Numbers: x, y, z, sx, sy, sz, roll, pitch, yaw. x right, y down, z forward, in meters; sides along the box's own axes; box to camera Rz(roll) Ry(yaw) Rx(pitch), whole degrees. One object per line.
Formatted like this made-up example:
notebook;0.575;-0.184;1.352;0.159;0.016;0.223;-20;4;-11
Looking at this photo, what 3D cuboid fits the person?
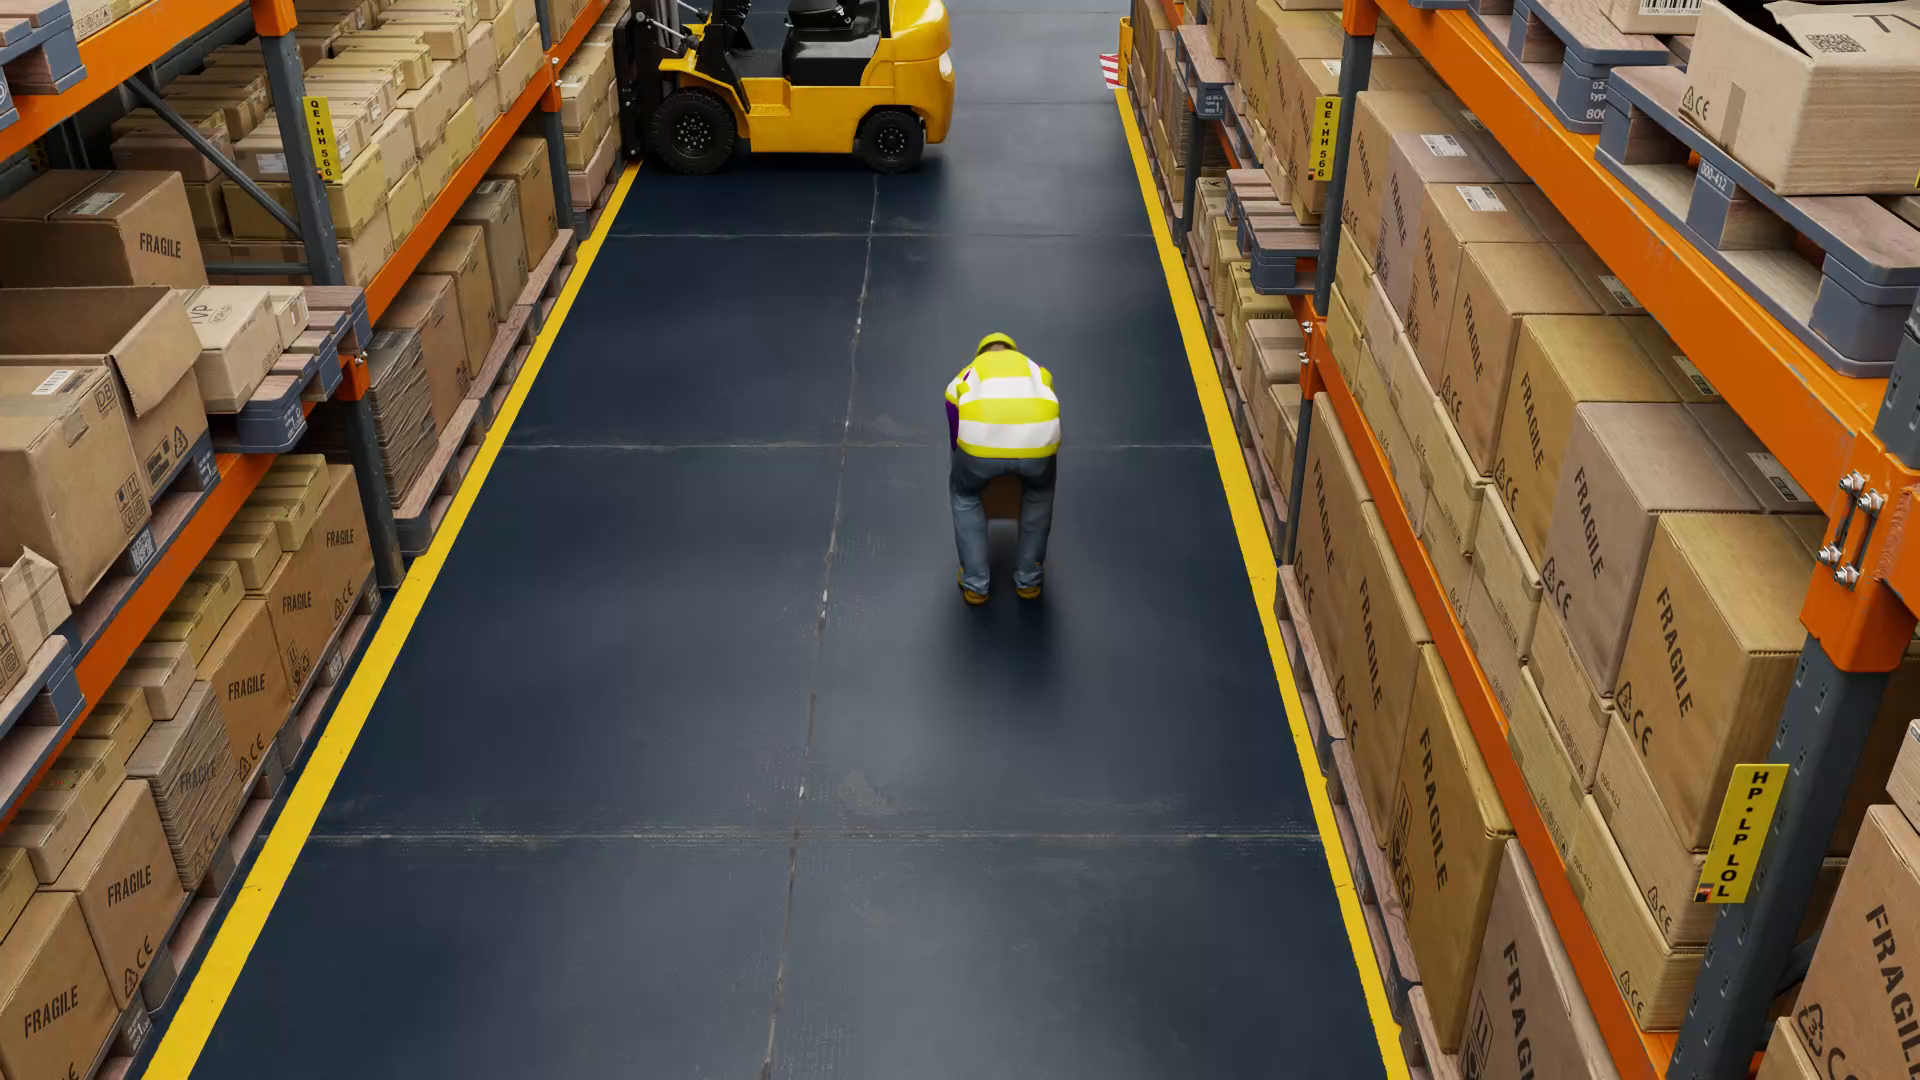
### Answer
person;0.178;-0.339;7.347;0.483;1.054;0.981;-1;31;-2
